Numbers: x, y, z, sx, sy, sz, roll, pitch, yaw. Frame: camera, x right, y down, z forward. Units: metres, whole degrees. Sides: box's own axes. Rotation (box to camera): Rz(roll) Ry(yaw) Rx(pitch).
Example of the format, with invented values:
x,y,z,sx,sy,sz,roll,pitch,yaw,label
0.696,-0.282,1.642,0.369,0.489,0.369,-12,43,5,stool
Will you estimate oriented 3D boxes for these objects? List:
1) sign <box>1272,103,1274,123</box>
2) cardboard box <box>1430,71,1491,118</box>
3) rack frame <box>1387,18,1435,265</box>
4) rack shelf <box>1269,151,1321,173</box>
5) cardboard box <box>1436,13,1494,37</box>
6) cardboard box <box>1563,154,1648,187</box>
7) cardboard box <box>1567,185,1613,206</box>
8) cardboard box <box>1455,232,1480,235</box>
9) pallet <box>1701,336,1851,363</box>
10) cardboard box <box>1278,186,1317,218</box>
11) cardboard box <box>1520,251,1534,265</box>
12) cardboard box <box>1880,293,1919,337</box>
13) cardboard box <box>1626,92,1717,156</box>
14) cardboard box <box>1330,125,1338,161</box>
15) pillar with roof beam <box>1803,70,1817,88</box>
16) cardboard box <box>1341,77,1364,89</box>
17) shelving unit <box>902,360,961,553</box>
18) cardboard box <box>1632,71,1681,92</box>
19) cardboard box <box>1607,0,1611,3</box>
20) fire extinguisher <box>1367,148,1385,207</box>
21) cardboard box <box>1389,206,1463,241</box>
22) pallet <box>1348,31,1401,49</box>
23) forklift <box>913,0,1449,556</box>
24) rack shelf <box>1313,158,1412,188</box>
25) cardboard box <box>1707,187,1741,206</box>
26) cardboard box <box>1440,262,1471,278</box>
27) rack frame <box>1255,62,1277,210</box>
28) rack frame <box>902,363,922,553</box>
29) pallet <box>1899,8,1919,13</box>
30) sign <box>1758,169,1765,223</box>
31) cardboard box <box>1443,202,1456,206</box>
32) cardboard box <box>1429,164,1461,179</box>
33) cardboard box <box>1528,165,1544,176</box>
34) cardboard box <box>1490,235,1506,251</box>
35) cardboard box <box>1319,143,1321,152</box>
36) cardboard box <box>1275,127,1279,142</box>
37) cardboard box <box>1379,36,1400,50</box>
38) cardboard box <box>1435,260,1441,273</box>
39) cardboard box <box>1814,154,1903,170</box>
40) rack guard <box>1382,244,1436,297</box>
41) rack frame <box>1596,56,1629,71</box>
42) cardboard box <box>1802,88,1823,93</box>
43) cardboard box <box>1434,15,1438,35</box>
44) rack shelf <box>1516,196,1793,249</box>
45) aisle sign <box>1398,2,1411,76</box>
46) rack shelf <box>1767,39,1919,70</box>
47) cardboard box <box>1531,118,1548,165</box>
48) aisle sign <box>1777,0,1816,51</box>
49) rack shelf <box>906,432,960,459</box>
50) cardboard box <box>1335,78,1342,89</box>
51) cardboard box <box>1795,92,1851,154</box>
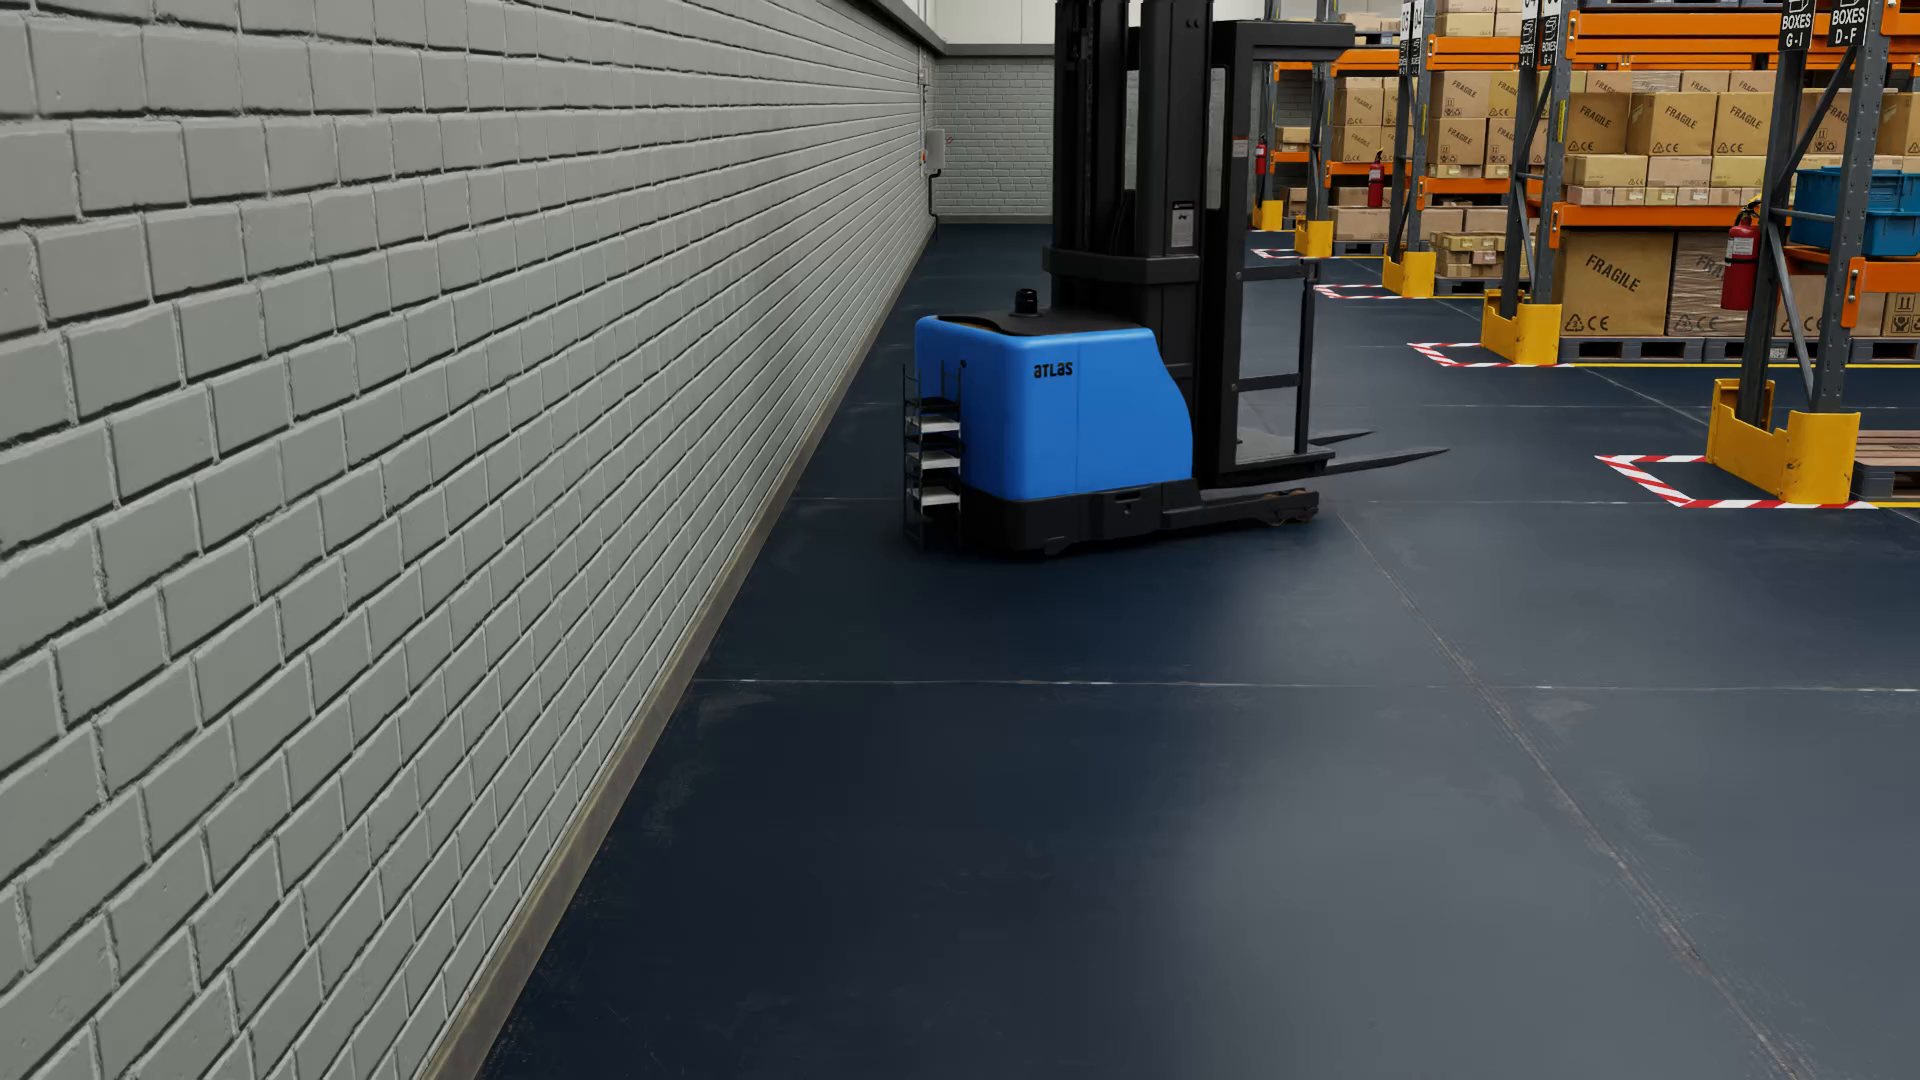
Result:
x,y,z,sx,sy,sz,roll,pitch,yaw,label
5.225,-7.133,27.798,0.005,0.325,0.100,0,15,1,sign
5.532,-4.929,18.402,0.500,0.500,0.500,0,15,1,cardboard box
5.090,-4.324,18.848,0.127,3.000,1.000,0,15,1,rack frame
7.238,-6.492,28.475,4.000,0.370,1.077,0,15,1,rack shelf
5.533,-5.633,18.226,0.500,0.250,0.500,1,15,3,cardboard box
5.336,-3.059,13.764,0.500,0.250,0.500,0,15,0,cardboard box
5.209,-2.851,13.760,0.250,0.149,0.380,1,15,2,cardboard box
5.876,-3.481,19.252,0.250,0.149,0.380,1,15,3,cardboard box
6.880,-1.717,14.435,1.213,0.211,1.003,0,15,1,pallet
5.848,-5.820,28.591,0.637,0.503,0.797,0,15,-1,cardboard box
6.381,-3.199,18.766,0.250,0.149,0.380,1,15,3,cardboard box
8.204,-2.234,14.268,0.875,0.875,0.875,0,15,1,cardboard box
5.835,-3.418,13.656,0.500,0.500,0.500,0,15,0,cardboard box
5.605,-5.699,23.866,0.500,0.500,0.500,0,15,2,cardboard box
14.453,-8.825,24.148,0.400,9.000,9.100,0,15,1,pillar with roof beam
5.464,-6.359,23.135,0.250,0.149,0.380,1,15,3,cardboard box
-0.138,-0.408,8.124,0.210,0.900,0.258,-6,16,-21,shelving unit
7.584,-4.916,18.355,0.500,0.500,0.500,1,15,3,cardboard box
7.055,-5.862,18.111,0.500,0.250,0.500,0,15,-1,cardboard box
4.850,-4.225,19.357,0.183,0.674,0.296,0,15,1,fire extinguisher
6.693,-4.568,23.974,0.875,0.438,0.875,1,15,3,cardboard box
5.858,-6.992,23.255,1.213,0.211,1.003,0,15,1,pallet
1.292,-1.595,8.641,3.031,2.935,1.130,-8,17,-29,forklift
7.115,-5.226,23.677,4.000,0.370,1.077,0,15,1,rack shelf
6.236,-2.845,13.737,0.250,0.149,0.380,0,15,0,cardboard box
5.606,-3.063,18.835,0.250,0.149,0.380,1,15,3,cardboard box
5.239,-6.852,28.433,0.127,3.000,1.000,0,15,1,rack frame
-0.232,-0.399,8.087,0.006,0.900,0.240,-6,16,-21,rack frame
8.044,-4.449,13.616,1.213,0.211,1.003,0,15,1,pallet
4.734,-2.016,9.780,0.005,0.325,0.100,0,15,1,sign
8.316,-5.638,28.368,0.258,0.266,0.396,1,15,3,cardboard box
5.406,-4.116,18.555,0.250,0.149,0.380,0,15,1,cardboard box
6.462,-4.135,18.626,0.250,0.149,0.380,0,15,1,cardboard box
6.133,-3.340,18.720,0.250,0.149,0.380,0,15,1,cardboard box
6.079,-6.676,28.257,0.250,0.149,0.380,0,15,1,cardboard box
5.705,-6.988,28.659,0.500,0.250,0.500,1,15,3,cardboard box
7.213,-8.299,27.748,0.500,0.250,0.500,0,15,1,cardboard box
5.622,-3.198,19.346,0.250,0.149,0.380,1,15,2,cardboard box
7.386,-3.047,13.718,0.500,0.250,0.500,1,15,3,cardboard box
5.166,-3.114,19.165,0.348,0.500,1.175,0,15,1,rack guard
9.114,-5.561,23.536,0.127,3.000,1.000,0,15,1,rack frame
11.580,-6.009,23.080,0.500,0.500,0.500,0,15,1,cardboard box
5.552,-5.766,18.729,0.500,0.250,0.500,0,15,0,cardboard box
6.862,-2.698,14.098,4.000,0.370,1.077,0,15,1,rack shelf
5.025,-5.658,18.808,0.004,0.787,0.394,0,15,1,aisle sign
11.088,-5.387,18.408,4.000,0.370,1.077,0,15,1,rack shelf
6.557,-4.439,18.506,0.500,0.500,0.500,1,15,2,cardboard box
4.672,-3.128,9.222,0.004,0.787,0.394,0,15,1,aisle sign
-0.138,-0.463,8.110,0.200,0.077,0.258,-6,16,-21,rack shelf
5.480,-6.481,23.596,0.250,0.149,0.380,1,15,2,cardboard box
7.377,-3.543,14.129,0.500,0.500,0.500,0,15,0,cardboard box
